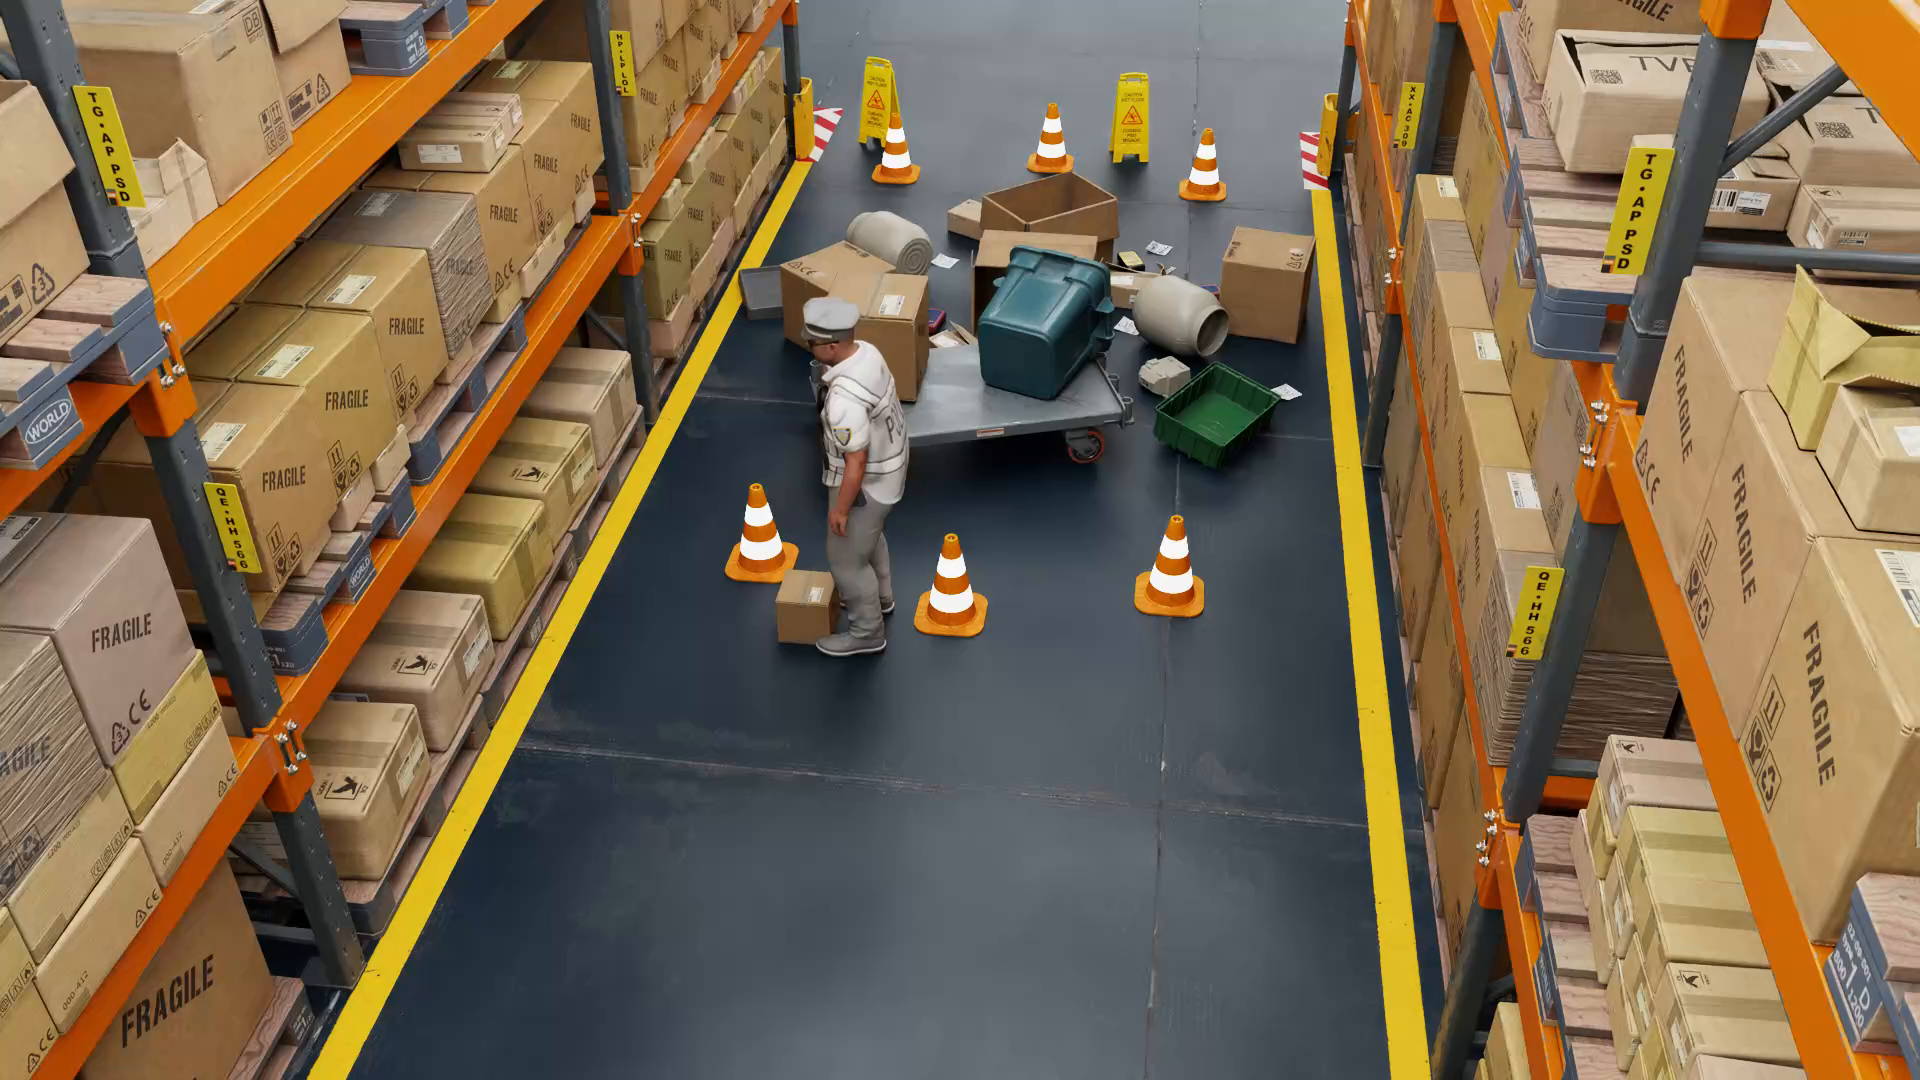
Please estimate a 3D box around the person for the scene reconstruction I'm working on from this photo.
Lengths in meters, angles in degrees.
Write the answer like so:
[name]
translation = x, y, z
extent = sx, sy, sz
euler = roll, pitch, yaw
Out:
[person]
translation = -0.448, -0.271, 7.408
extent = 0.435, 1.748, 0.590
euler = 4, 36, 5
